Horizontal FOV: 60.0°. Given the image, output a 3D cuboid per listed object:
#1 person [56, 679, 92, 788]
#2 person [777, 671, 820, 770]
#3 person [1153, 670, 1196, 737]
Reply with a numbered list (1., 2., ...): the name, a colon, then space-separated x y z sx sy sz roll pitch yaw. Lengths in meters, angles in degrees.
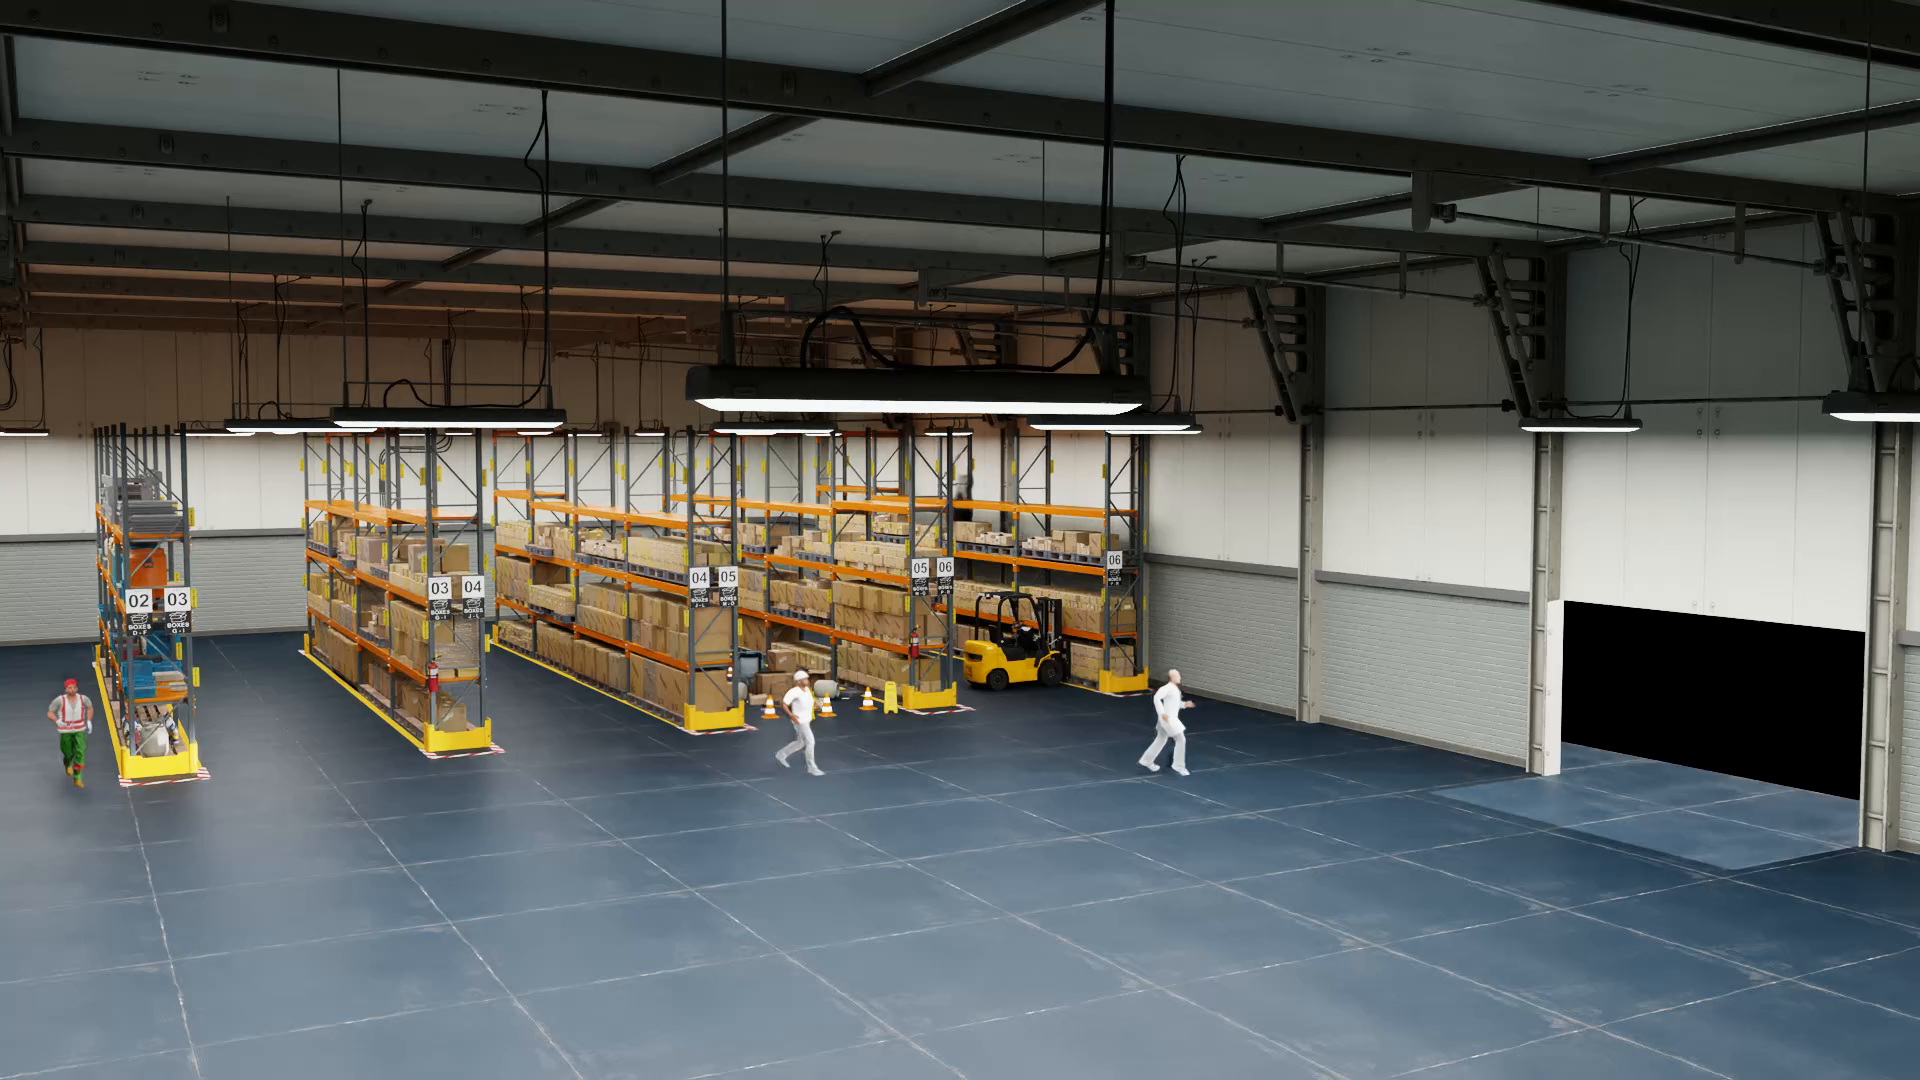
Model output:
1. person: -14.692 3.167 27.575 0.556 1.757 0.838 -3 4 -37
2. person: -2.779 3.072 28.479 0.753 1.688 0.685 1 4 14
3. person: 3.661 2.778 28.377 0.726 1.136 0.621 0 3 5
